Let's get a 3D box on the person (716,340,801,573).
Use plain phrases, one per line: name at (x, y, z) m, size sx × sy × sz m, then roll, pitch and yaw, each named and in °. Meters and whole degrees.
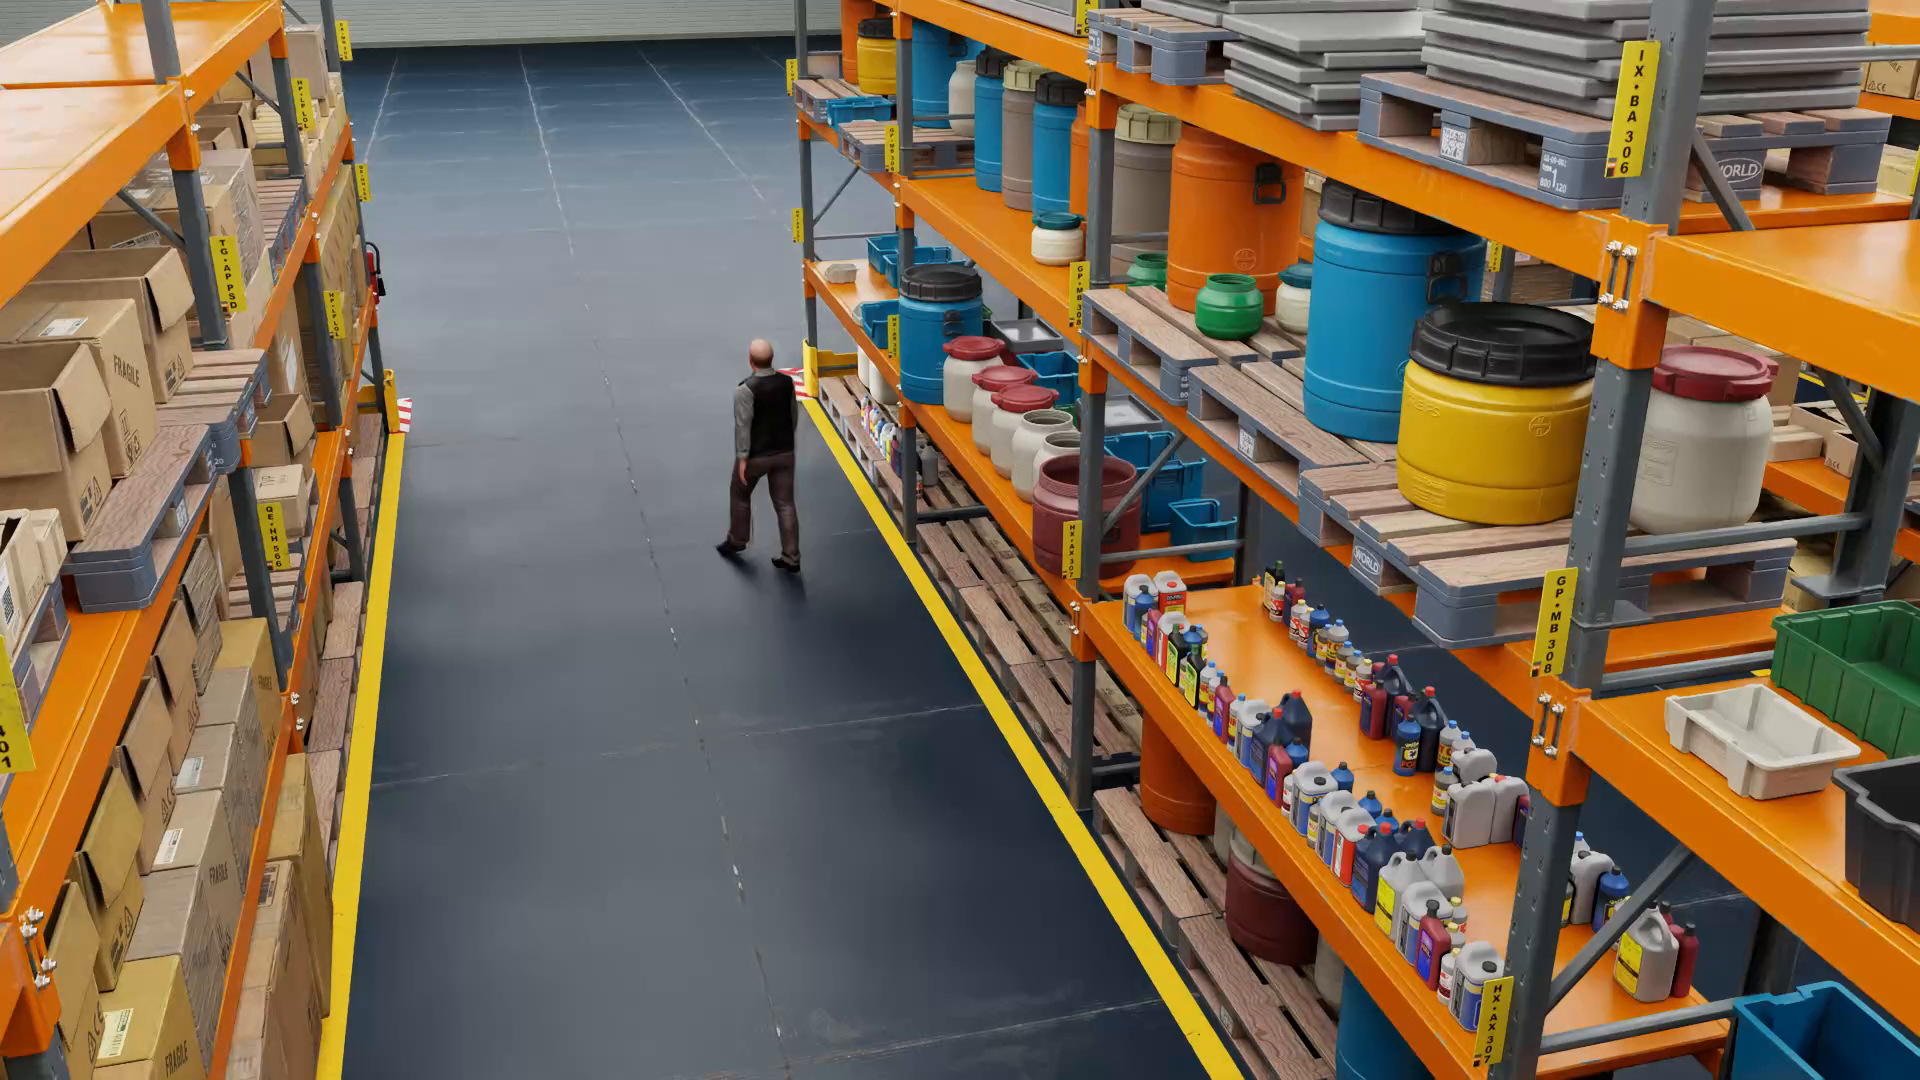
person at (-1.449, -0.641, 12.212) m, size 0.589 × 1.714 × 0.847 m, roll -14°, pitch 27°, yaw -30°
